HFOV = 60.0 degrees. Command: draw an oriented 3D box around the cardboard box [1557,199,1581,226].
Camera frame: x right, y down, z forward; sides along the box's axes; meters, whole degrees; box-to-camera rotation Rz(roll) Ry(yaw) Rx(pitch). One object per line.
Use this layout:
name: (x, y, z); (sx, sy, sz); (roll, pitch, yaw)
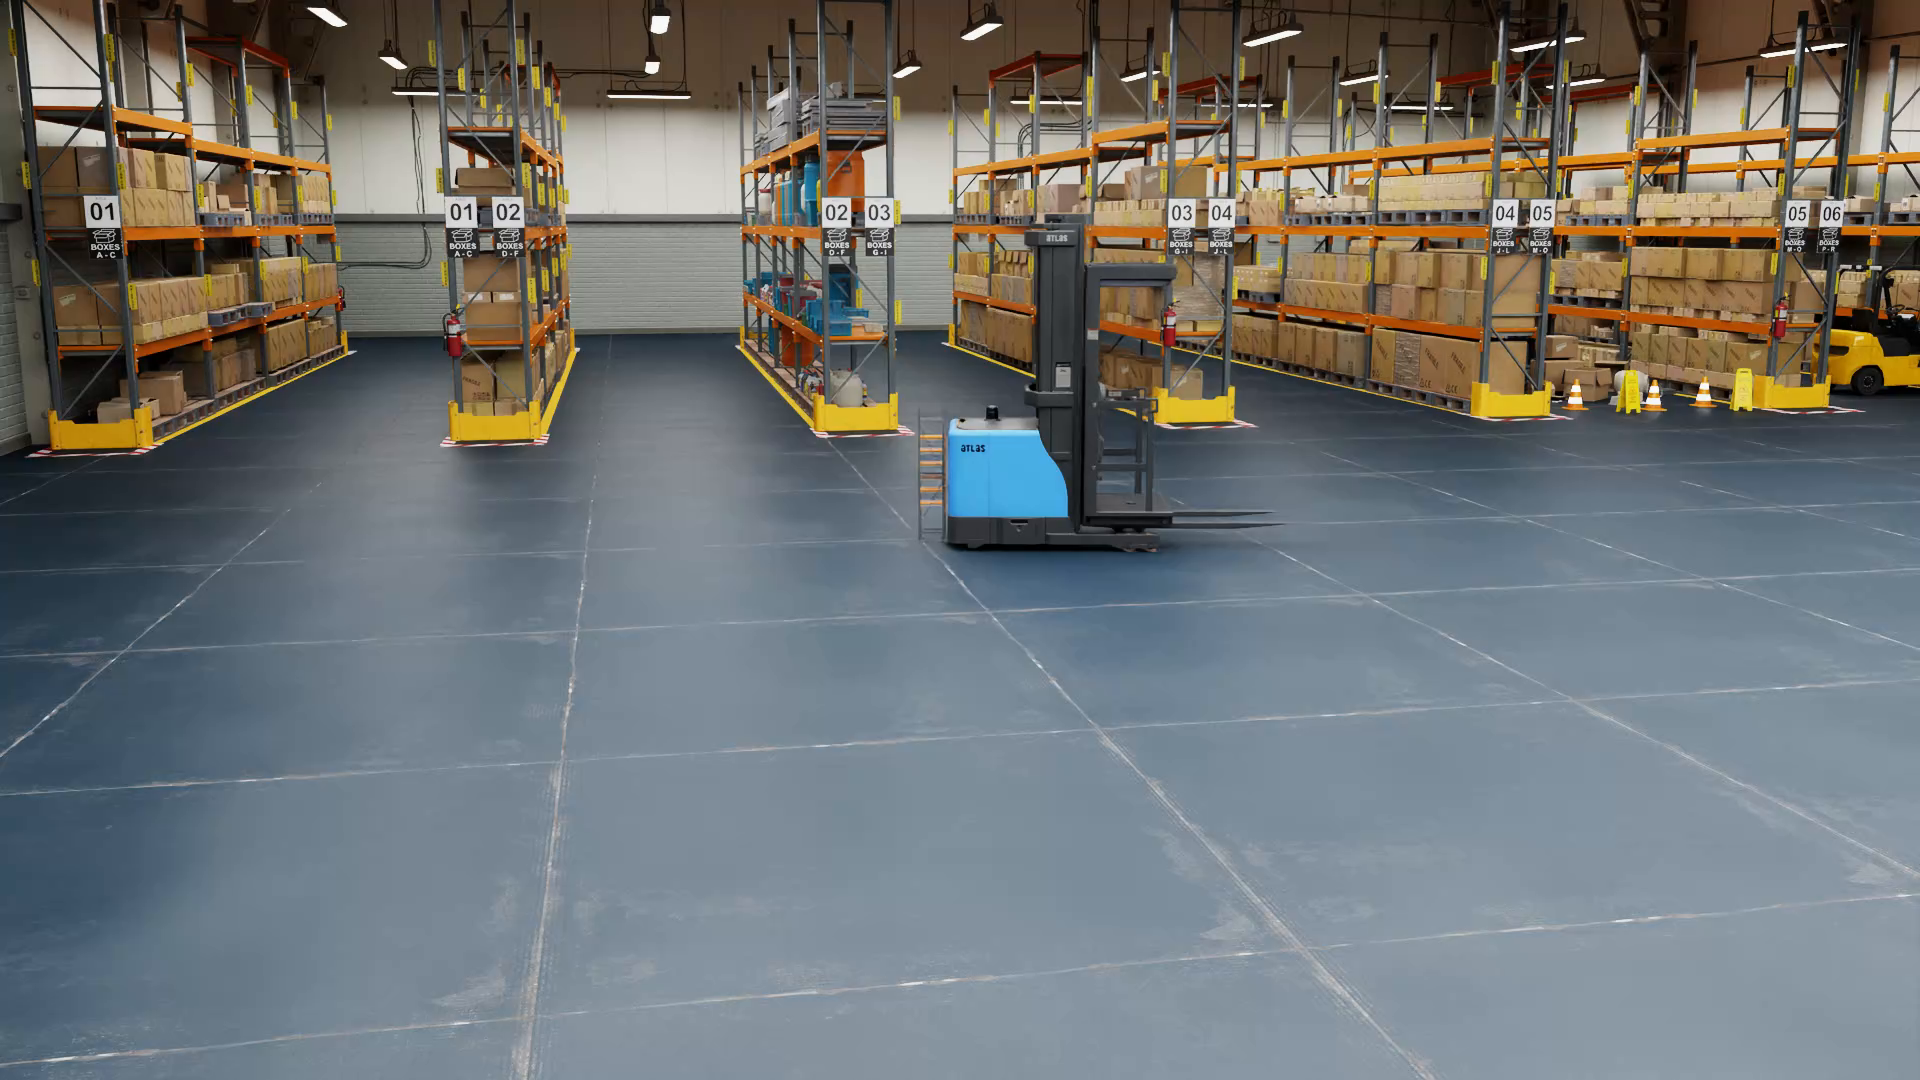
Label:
cardboard box: (11.937, -6.285, 31.951); (0.797, 0.503, 0.637); (-2, 11, -11)

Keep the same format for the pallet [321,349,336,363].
pallet: (-13.775, -3.869, 35.014); (1.003, 0.211, 1.213); (-2, 11, -11)

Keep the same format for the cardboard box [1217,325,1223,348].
cardboard box: (5.882, -4.408, 35.949); (0.500, 0.500, 0.500); (-2, 11, -9)

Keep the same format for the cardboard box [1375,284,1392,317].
cardboard box: (7.638, -4.114, 28.441); (0.875, 0.550, 0.550); (-2, 11, -11)

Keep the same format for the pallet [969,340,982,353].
pallet: (0.802, -4.410, 37.853); (1.003, 0.211, 1.213); (-2, 11, -11)

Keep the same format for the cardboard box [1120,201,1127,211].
cardboard box: (2.721, -5.233, 26.033); (0.380, 0.149, 0.250); (-2, 11, -12)

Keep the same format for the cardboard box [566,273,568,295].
cardboard box: (-8.832, -5.577, 36.262); (0.500, 0.500, 0.500); (-2, 11, -11)

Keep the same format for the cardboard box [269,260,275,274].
cardboard box: (-12.626, -4.904, 29.869); (0.500, 0.250, 0.500); (-2, 11, -12)

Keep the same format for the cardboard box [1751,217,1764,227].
cardboard box: (12.744, -5.022, 26.264); (0.380, 0.149, 0.250); (-2, 11, -11)

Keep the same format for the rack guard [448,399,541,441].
rack guard: (-6.266, -1.620, 22.425); (1.175, 0.500, 0.348); (-2, 11, -11)

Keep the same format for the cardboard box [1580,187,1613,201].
cardboard box: (11.932, -6.446, 31.012); (0.500, 0.250, 0.500); (-2, 11, -10)

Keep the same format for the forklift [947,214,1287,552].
forklift: (1.405, -1.432, 14.937); (3.031, 2.935, 1.130); (0, 11, 0)

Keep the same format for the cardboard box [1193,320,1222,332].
cardboard box: (3.626, -3.150, 24.447); (0.380, 0.149, 0.250); (-2, 11, -11)

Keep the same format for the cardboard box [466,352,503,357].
cardboard box: (-7.071, -2.530, 24.746); (0.500, 0.500, 0.500); (-2, 11, -11)

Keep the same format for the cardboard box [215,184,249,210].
cardboard box: (-12.834, -5.963, 29.090); (0.700, 0.500, 0.500); (-3, 11, -15)

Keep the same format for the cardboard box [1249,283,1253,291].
cardboard box: (6.088, -5.136, 33.763); (0.380, 0.149, 0.250); (-2, 11, -12)

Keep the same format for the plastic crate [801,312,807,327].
plastic crate: (-2.202, -3.402, 25.669); (0.450, 0.188, 0.662); (-2, 11, -11)

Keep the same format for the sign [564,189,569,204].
sign: (-8.834, -7.712, 37.356); (0.100, 0.325, 0.005); (-2, 11, -11)

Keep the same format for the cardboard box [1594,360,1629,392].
cardboard box: (11.264, -2.833, 28.792); (0.500, 0.500, 0.500); (6, 12, 28)

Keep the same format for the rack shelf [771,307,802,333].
rack shelf: (-2.578, -3.779, 29.006); (1.077, 0.370, 4.000); (-2, 11, -11)

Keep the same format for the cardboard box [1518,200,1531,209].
cardboard box: (8.580, -5.054, 25.040); (0.380, 0.149, 0.250); (-2, 11, -11)

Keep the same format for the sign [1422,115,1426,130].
sign: (10.285, -9.241, 36.815); (0.100, 0.325, 0.005); (-2, 11, -11)

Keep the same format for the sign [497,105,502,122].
sign: (-9.140, -8.482, 33.036); (0.100, 0.325, 0.005); (-2, 11, -11)

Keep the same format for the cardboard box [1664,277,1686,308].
cardboard box: (12.408, -4.227, 28.371); (0.500, 0.500, 0.500); (-2, 11, -11)

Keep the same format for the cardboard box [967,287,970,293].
cardboard box: (0.381, -5.664, 37.658); (0.380, 0.149, 0.250); (-2, 11, -12)

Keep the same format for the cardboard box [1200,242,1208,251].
cardboard box: (5.642, -6.338, 36.788); (0.500, 0.500, 0.500); (-3, 11, -13)

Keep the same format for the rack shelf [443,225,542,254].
rack shelf: (-6.659, -4.339, 23.928); (1.077, 0.370, 4.000); (-2, 11, -11)

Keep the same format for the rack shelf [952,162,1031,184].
rack shelf: (0.724, -8.177, 37.138); (1.077, 0.370, 4.000); (-2, 11, -11)

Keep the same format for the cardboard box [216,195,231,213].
cardboard box: (-12.524, -5.432, 27.414); (0.797, 0.503, 0.637); (-1, 11, -3)

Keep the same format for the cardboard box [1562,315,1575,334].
cardboard box: (15.083, -5.292, 40.594); (0.500, 0.500, 0.500); (-2, 11, -10)

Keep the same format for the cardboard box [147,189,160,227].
cardboard box: (-11.123, -4.469, 22.367); (0.500, 0.500, 0.500); (-2, 11, -8)

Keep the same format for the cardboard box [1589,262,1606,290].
cardboard box: (11.978, -4.875, 30.654); (0.500, 0.500, 0.500); (-2, 11, -11)

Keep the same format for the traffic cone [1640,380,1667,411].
traffic cone: (10.796, -2.255, 25.862); (0.336, 0.463, 0.334); (-2, 11, -11)

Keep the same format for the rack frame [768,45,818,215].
rack frame: (-2.967, -7.446, 30.305); (1.000, 3.000, 0.127); (-2, 11, -11)

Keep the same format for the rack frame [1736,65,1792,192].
rack frame: (16.480, -8.168, 34.097); (1.000, 3.000, 0.127); (-2, 11, -11)

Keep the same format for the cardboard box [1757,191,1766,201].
cardboard box: (12.800, -5.414, 26.191); (0.380, 0.149, 0.250); (-2, 11, -10)

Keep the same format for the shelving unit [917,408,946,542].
shelving unit: (-0.258, -0.589, 15.136); (0.258, 1.200, 0.189); (0, 11, 0)

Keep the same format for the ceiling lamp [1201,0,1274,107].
ceiling lamp: (7.156, -12.726, 42.431); (2.000, 3.185, 0.800); (-2, 11, -11)

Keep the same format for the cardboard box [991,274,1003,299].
cardboard box: (0.958, -5.369, 35.166); (0.500, 0.500, 0.500); (-2, 11, -11)

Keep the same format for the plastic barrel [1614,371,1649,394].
plastic barrel: (11.281, -2.631, 27.939); (0.512, 0.421, 0.421); (6, 12, 28)

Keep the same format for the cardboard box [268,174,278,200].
cardboard box: (-13.827, -7.016, 33.071); (0.500, 0.500, 0.500); (-2, 11, -11)

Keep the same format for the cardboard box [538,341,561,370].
cardboard box: (-7.635, -3.402, 30.609); (0.500, 0.500, 0.500); (-2, 11, -9)

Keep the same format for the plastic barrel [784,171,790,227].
plastic barrel: (-2.628, -5.691, 27.763); (0.600, 0.901, 0.600); (0, 11, 0)

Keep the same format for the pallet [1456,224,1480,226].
pallet: (11.215, -6.742, 35.130); (1.003, 0.211, 1.213); (-2, 11, -8)

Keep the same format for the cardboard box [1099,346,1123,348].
cardboard box: (2.497, -3.135, 29.210); (0.700, 0.500, 0.500); (-2, 11, -11)

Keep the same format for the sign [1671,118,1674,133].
sign: (16.246, -9.460, 37.961); (0.100, 0.325, 0.005); (-2, 11, -11)

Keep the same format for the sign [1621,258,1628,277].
sign: (11.846, -4.854, 29.634); (0.100, 0.325, 0.005); (-2, 11, -11)

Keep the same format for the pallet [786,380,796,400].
pallet: (-2.380, -2.538, 28.022); (1.003, 0.211, 1.213); (-2, 11, -11)

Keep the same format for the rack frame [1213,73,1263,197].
rack frame: (5.998, -8.522, 35.956); (1.000, 3.000, 0.127); (-2, 11, -11)

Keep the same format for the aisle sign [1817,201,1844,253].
aisle sign: (13.484, -4.849, 25.753); (0.394, 0.787, 0.004); (-2, 11, -11)

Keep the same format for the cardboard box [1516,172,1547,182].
cardboard box: (8.580, -5.444, 24.956); (0.380, 0.149, 0.250); (-2, 11, -10)

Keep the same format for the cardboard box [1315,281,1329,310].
cardboard box: (6.893, -4.521, 30.713); (0.500, 0.500, 0.500); (-2, 11, -12)

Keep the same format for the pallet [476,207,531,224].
pallet: (-6.383, -4.413, 22.629); (1.003, 0.211, 1.213); (-2, 11, -11)
